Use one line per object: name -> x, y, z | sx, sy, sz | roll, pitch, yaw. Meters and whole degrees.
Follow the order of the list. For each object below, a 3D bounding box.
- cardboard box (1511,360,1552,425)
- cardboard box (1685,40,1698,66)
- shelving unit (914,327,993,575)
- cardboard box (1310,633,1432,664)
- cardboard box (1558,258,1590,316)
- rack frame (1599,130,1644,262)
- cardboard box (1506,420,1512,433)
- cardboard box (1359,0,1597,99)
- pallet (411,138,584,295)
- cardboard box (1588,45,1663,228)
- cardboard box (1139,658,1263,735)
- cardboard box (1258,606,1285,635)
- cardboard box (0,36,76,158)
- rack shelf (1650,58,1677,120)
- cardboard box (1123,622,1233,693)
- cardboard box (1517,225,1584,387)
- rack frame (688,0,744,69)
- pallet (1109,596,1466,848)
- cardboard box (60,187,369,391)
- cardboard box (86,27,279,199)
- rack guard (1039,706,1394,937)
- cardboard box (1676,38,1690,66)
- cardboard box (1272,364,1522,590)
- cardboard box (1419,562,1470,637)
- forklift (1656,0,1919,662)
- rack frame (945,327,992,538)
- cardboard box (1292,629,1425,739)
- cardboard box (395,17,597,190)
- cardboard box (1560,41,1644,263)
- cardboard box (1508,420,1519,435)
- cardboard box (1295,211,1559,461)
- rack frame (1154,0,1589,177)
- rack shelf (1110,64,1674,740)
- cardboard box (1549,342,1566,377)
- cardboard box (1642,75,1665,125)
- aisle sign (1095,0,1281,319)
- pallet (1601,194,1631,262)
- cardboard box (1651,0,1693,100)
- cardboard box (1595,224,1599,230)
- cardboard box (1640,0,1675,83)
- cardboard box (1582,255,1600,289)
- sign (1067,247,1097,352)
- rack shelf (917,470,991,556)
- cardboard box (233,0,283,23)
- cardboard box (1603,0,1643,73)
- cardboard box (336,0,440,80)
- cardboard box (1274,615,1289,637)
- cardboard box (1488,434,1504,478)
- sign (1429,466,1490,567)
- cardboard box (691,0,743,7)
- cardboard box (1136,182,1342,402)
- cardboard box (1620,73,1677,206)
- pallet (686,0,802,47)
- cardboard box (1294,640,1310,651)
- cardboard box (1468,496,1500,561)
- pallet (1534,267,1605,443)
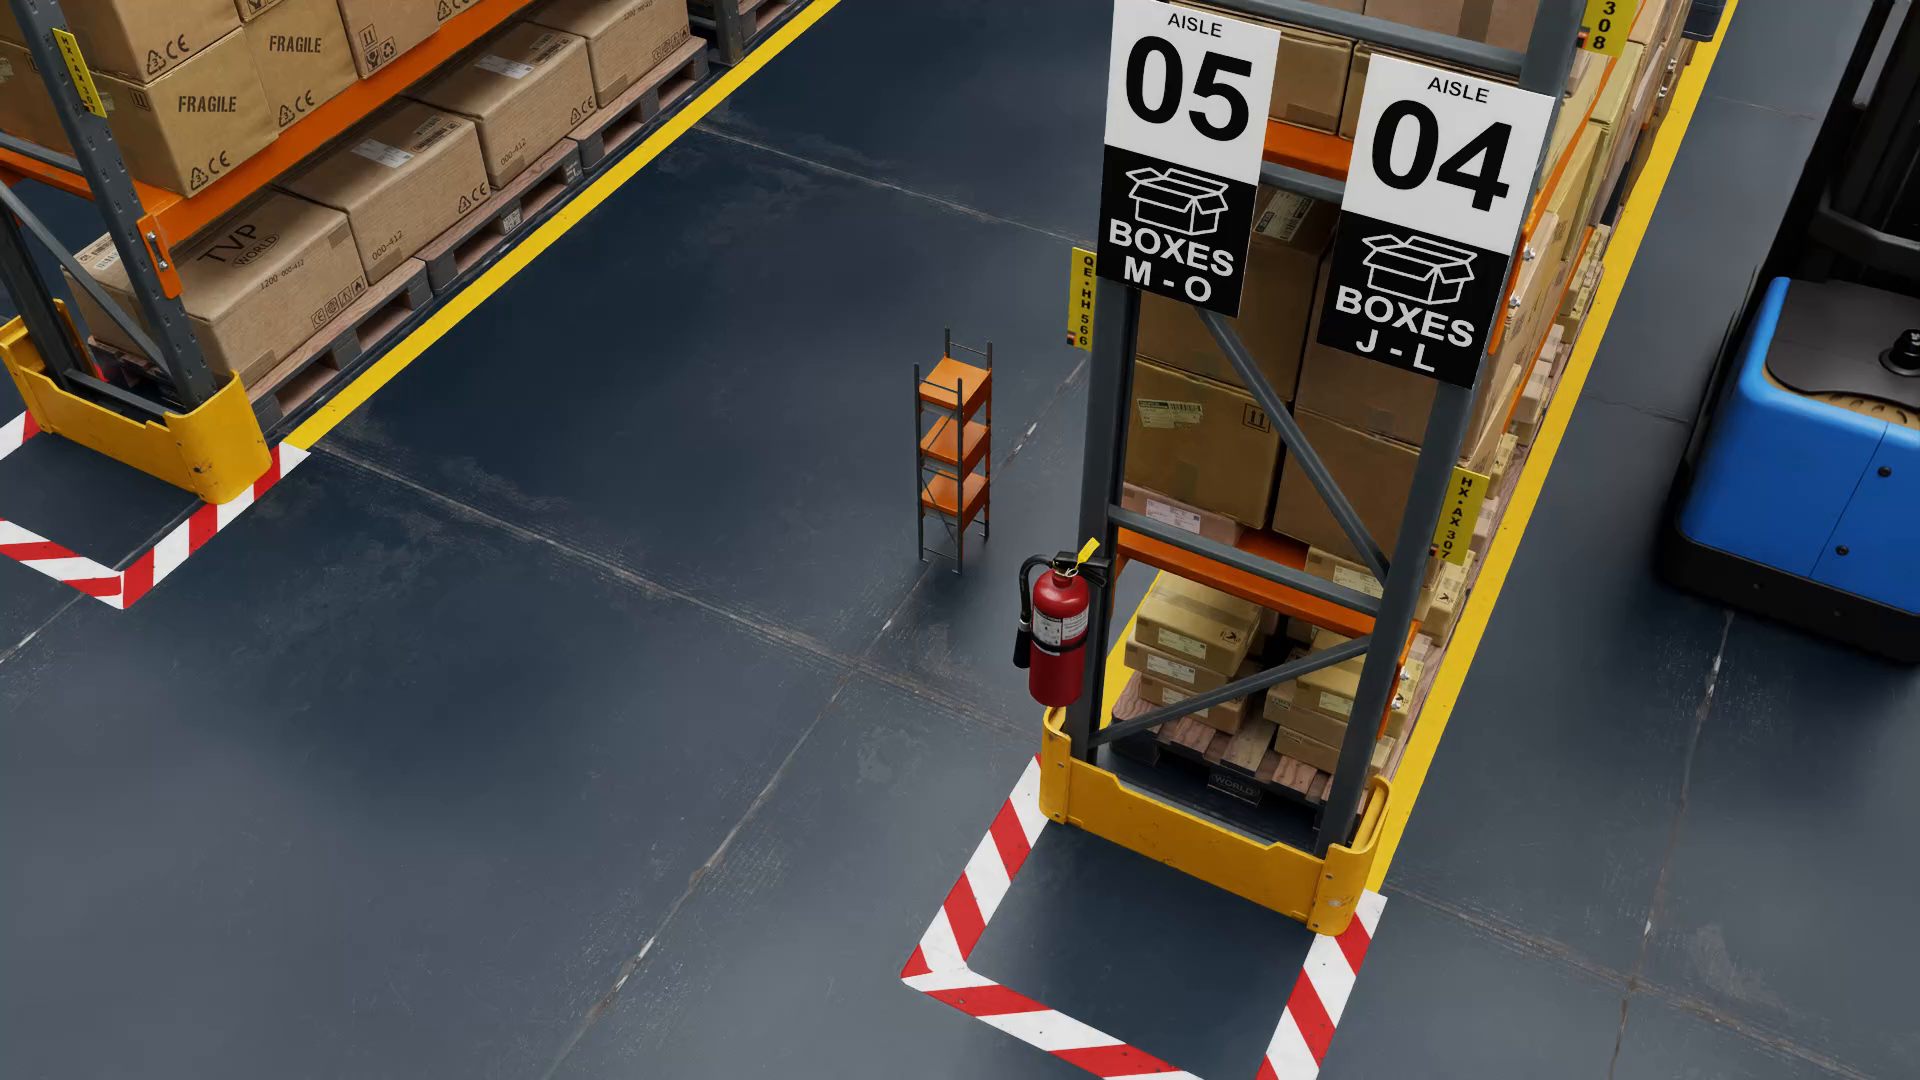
cardboard box -> 2.208, -0.653, 6.857 | 0.380, 0.149, 0.250 | 19, 48, 18
cardboard box -> 3.991, -3.078, 9.425 | 0.500, 0.500, 0.500 | 18, 48, 17
shelving unit -> -0.025, -0.335, 6.623 | 0.215, 1.050, 0.252 | 20, 49, 19
cardboard box -> 1.474, 0.416, 6.009 | 0.380, 0.149, 0.250 | 20, 49, 19
cardboard box -> 2.556, -1.166, 7.364 | 0.380, 0.149, 0.250 | 20, 49, 19
rack frame -> 2.683, -2.454, 7.346 | 1.000, 3.000, 0.127 | 20, 49, 19
cardboard box -> 2.149, -0.597, 7.011 | 0.380, 0.149, 0.250 | 18, 48, 17
cardboard box -> 1.265, -1.309, 3.859 | 0.500, 0.250, 0.500 | 21, 49, 20
pallet -> -2.735, -1.820, 8.680 | 1.003, 0.211, 1.213 | 20, 49, 19
cardboard box -> 2.235, -1.556, 6.180 | 0.500, 0.500, 0.500 | 20, 49, 19
cardboard box -> 0.886, 0.520, 6.116 | 0.380, 0.149, 0.250 | 21, 49, 20
cardboard box -> 1.015, 0.155, 6.059 | 0.380, 0.149, 0.250 | 21, 49, 20
cardboard box -> -3.615, -1.931, 6.759 | 0.500, 0.500, 0.500 | 21, 49, 19
rack shelf -> 3.612, -3.461, 8.848 | 1.077, 0.370, 4.000 | 20, 49, 19
cardboard box -> 0.819, 0.389, 6.037 | 0.380, 0.149, 0.250 | 19, 48, 18
cardboard box -> 1.744, -0.916, 5.546 | 0.500, 0.500, 0.500 | 21, 49, 20
rack frame -> -1.748, -4.025, 8.899 | 1.000, 3.000, 0.127 | 20, 49, 19
pallet -> 1.270, 0.498, 6.389 | 1.003, 0.211, 1.213 | 20, 49, 19
cardboard box -> -3.387, -1.201, 7.614 | 0.875, 0.438, 0.875 | 19, 48, 18
cardboard box -> -3.128, -1.748, 6.578 | 0.500, 0.500, 0.500 | 20, 49, 19
rack guard -> 0.862, 0.897, 5.792 | 1.175, 0.500, 0.348 | 20, 49, 19
cardboard box -> 3.505, -2.701, 8.526 | 0.500, 0.250, 0.500 | 22, 49, 20
cardboard box -> 1.280, -0.266, 4.904 | 0.500, 0.500, 0.500 | 23, 50, 21
cardboard box -> 1.623, 0.163, 6.050 | 0.380, 0.149, 0.250 | 20, 49, 19
forklift -> 4.001, -1.602, 6.553 | 1.130, 2.935, 3.031 | 21, 49, 20
rack frame -> 0.032, -0.412, 6.699 | 0.200, 1.050, 0.008 | 20, 49, 19
cardboard box -> 1.371, 0.493, 5.724 | 0.380, 0.149, 0.250 | 18, 48, 17
cardboard box -> -2.549, -2.348, 8.747 | 0.875, 0.438, 0.875 | 19, 48, 18
cardboard box -> 1.760, -1.261, 5.185 | 0.500, 0.500, 0.500 | 19, 48, 18
cardboard box -> 2.142, -0.446, 7.071 | 0.380, 0.149, 0.250 | 21, 49, 20
cardboard box -> 1.270, -0.621, 4.552 | 0.500, 0.500, 0.500 | 20, 49, 19
rack frame -> 0.827, -2.043, 2.722 | 1.000, 3.000, 0.127 | 20, 49, 19
rack shelf -> 1.755, -0.941, 6.357 | 1.077, 0.370, 4.000 | 20, 49, 19
cardboard box -> 2.543, -0.916, 7.536 | 0.380, 0.149, 0.250 | 19, 48, 18
cardboard box -> 2.735, -1.910, 6.986 | 0.380, 0.149, 0.250 | 19, 48, 18
aisle sign -> 0.527, -0.901, 3.984 | 0.394, 0.787, 0.004 | 20, 49, 19
pallet -> 3.044, -1.965, 8.823 | 1.003, 0.211, 1.213 | 20, 49, 19
cardboard box -> 2.709, -2.196, 6.812 | 0.500, 0.500, 0.500 | 21, 49, 19
cardboard box -> 2.749, -1.499, 7.693 | 0.380, 0.149, 0.250 | 22, 49, 20
cardboard box -> 2.219, -1.915, 5.831 | 0.500, 0.500, 0.500 | 22, 49, 20
cardboard box -> 2.704, -1.226, 7.633 | 0.380, 0.149, 0.250 | 18, 48, 17
sign -> 0.344, -0.648, 4.525 | 0.100, 0.325, 0.005 | 20, 49, 19
rack shelf -> -0.025, -0.133, 6.828 | 0.215, 0.259, 0.240 | 20, 49, 19
cardboard box -> -2.896, -2.428, 6.547 | 0.500, 0.500, 0.500 | 19, 48, 18
cardboard box -> 1.510, -1.465, 4.365 | 0.500, 0.250, 0.500 | 22, 49, 20
cardboard box -> -2.665, -2.390, 7.213 | 0.500, 0.500, 0.500 | 20, 49, 19
cardboard box -> 1.115, 0.186, 6.446 | 0.380, 0.149, 0.250 | 20, 49, 19
cardboard box -> 1.521, -0.268, 5.362 | 0.380, 0.149, 0.250 | 19, 48, 18
sign -> 1.307, -0.060, 4.371 | 0.100, 0.325, 0.005 | 20, 49, 19
cardboard box -> -1.531, -3.843, 9.917 | 0.875, 0.875, 0.875 | 22, 49, 20
cardboard box -> 0.819, -0.796, 4.725 | 0.500, 0.500, 0.500 | 20, 49, 18
cardboard box -> 3.261, -2.101, 8.460 | 0.500, 0.500, 0.500 | 22, 49, 21
pallet -> -1.456, -3.556, 10.396 | 1.003, 0.211, 1.213 | 20, 49, 19
cardboard box -> 1.402, 0.504, 6.132 | 0.380, 0.149, 0.250 | 20, 49, 19
cardboard box -> 1.954, -0.100, 6.729 | 0.380, 0.149, 0.250 | 18, 48, 17
pallet -> 2.403, -1.039, 7.909 | 1.003, 0.211, 1.213 | 20, 49, 19
